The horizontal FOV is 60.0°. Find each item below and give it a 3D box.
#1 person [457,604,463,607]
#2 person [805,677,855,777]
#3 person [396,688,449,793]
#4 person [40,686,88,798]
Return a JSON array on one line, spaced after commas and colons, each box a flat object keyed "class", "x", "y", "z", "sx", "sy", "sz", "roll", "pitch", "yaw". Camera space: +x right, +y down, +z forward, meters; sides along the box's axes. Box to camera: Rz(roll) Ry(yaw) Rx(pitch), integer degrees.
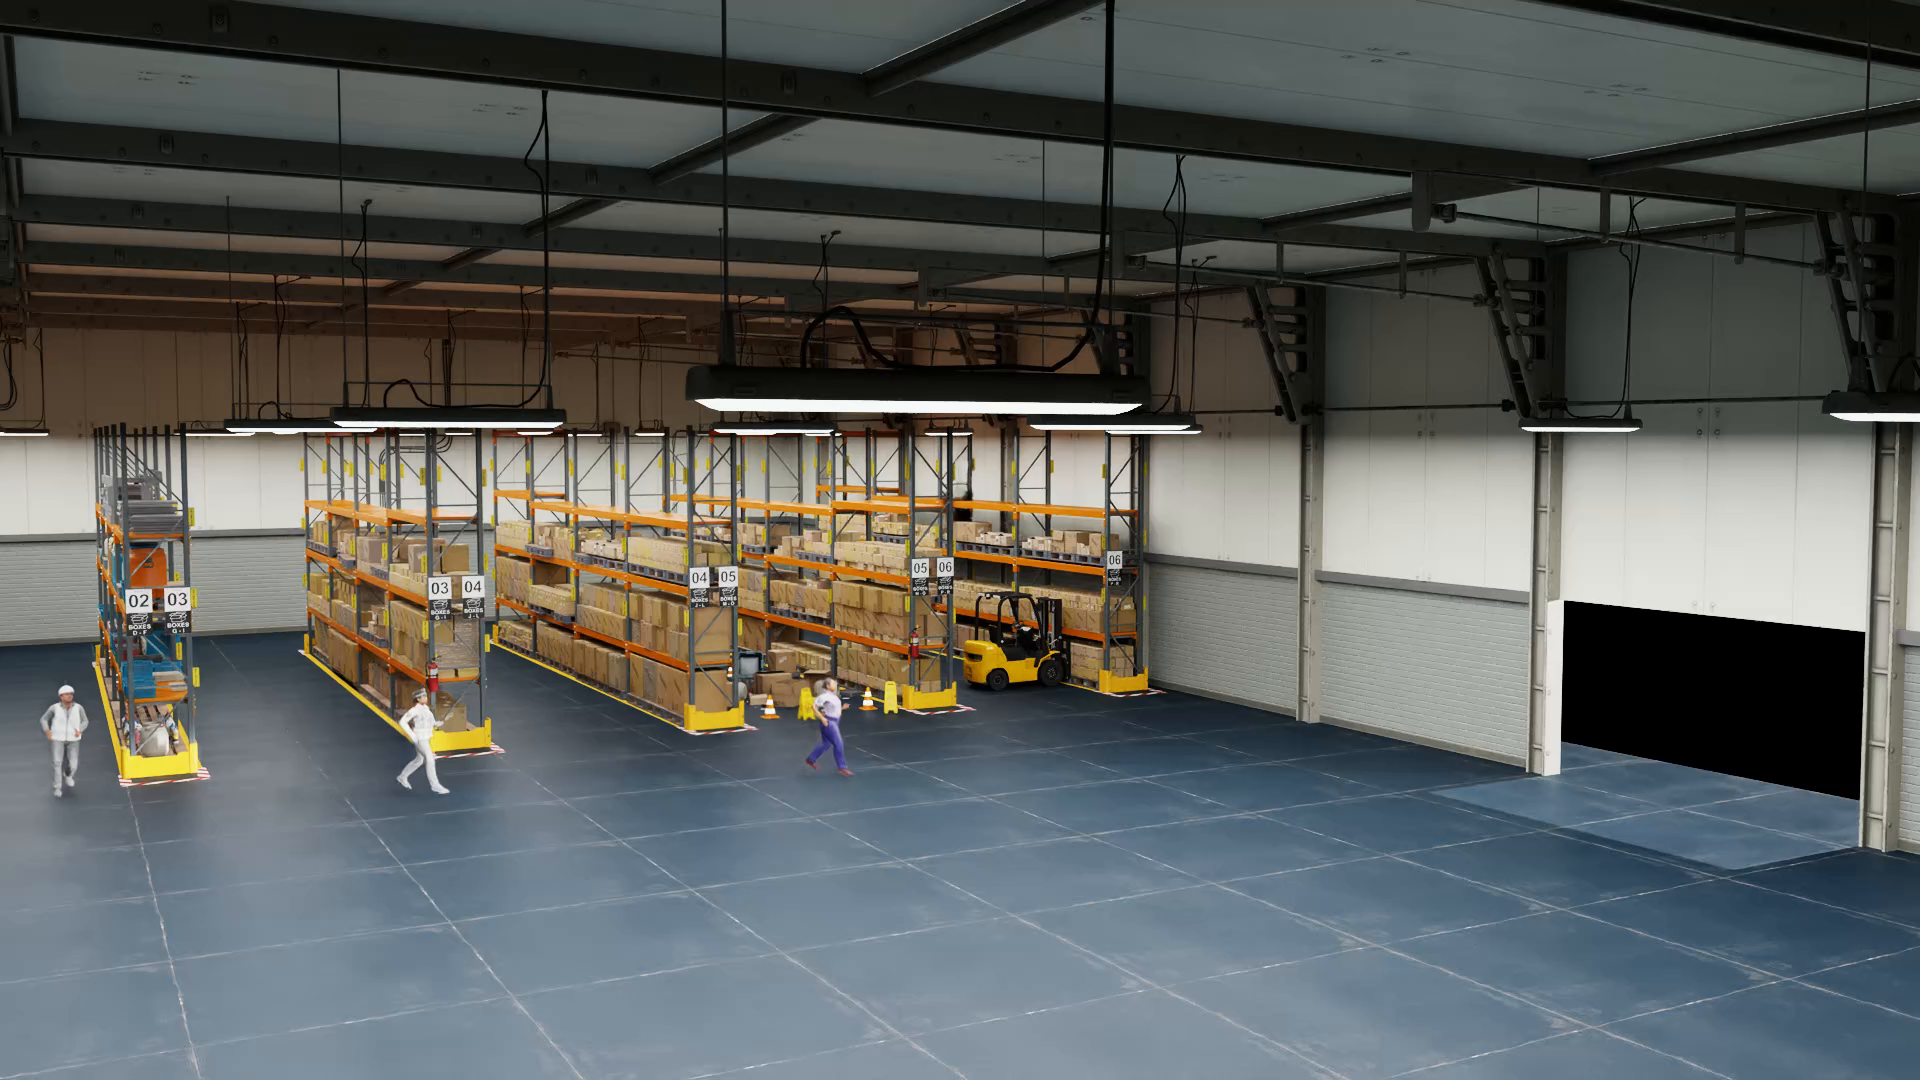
[{"class": "person", "x": -13.209, "y": 2.156, "z": 44.300, "sx": 0.641, "sy": 1.744, "sz": 0.626, "roll": -2, "pitch": 4, "yaw": -27}, {"class": "person", "x": -2.216, "y": 3.171, "z": 28.302, "sx": 0.877, "sy": 1.671, "sz": 0.594, "roll": 0, "pitch": 3, "yaw": 7}, {"class": "person", "x": -8.685, "y": 3.223, "z": 26.826, "sx": 0.918, "sy": 1.690, "sz": 0.614, "roll": 0, "pitch": 3, "yaw": 5}, {"class": "person", "x": -14.505, "y": 3.231, "z": 26.966, "sx": 0.693, "sy": 1.727, "sz": 0.854, "roll": -2, "pitch": 4, "yaw": -34}]
